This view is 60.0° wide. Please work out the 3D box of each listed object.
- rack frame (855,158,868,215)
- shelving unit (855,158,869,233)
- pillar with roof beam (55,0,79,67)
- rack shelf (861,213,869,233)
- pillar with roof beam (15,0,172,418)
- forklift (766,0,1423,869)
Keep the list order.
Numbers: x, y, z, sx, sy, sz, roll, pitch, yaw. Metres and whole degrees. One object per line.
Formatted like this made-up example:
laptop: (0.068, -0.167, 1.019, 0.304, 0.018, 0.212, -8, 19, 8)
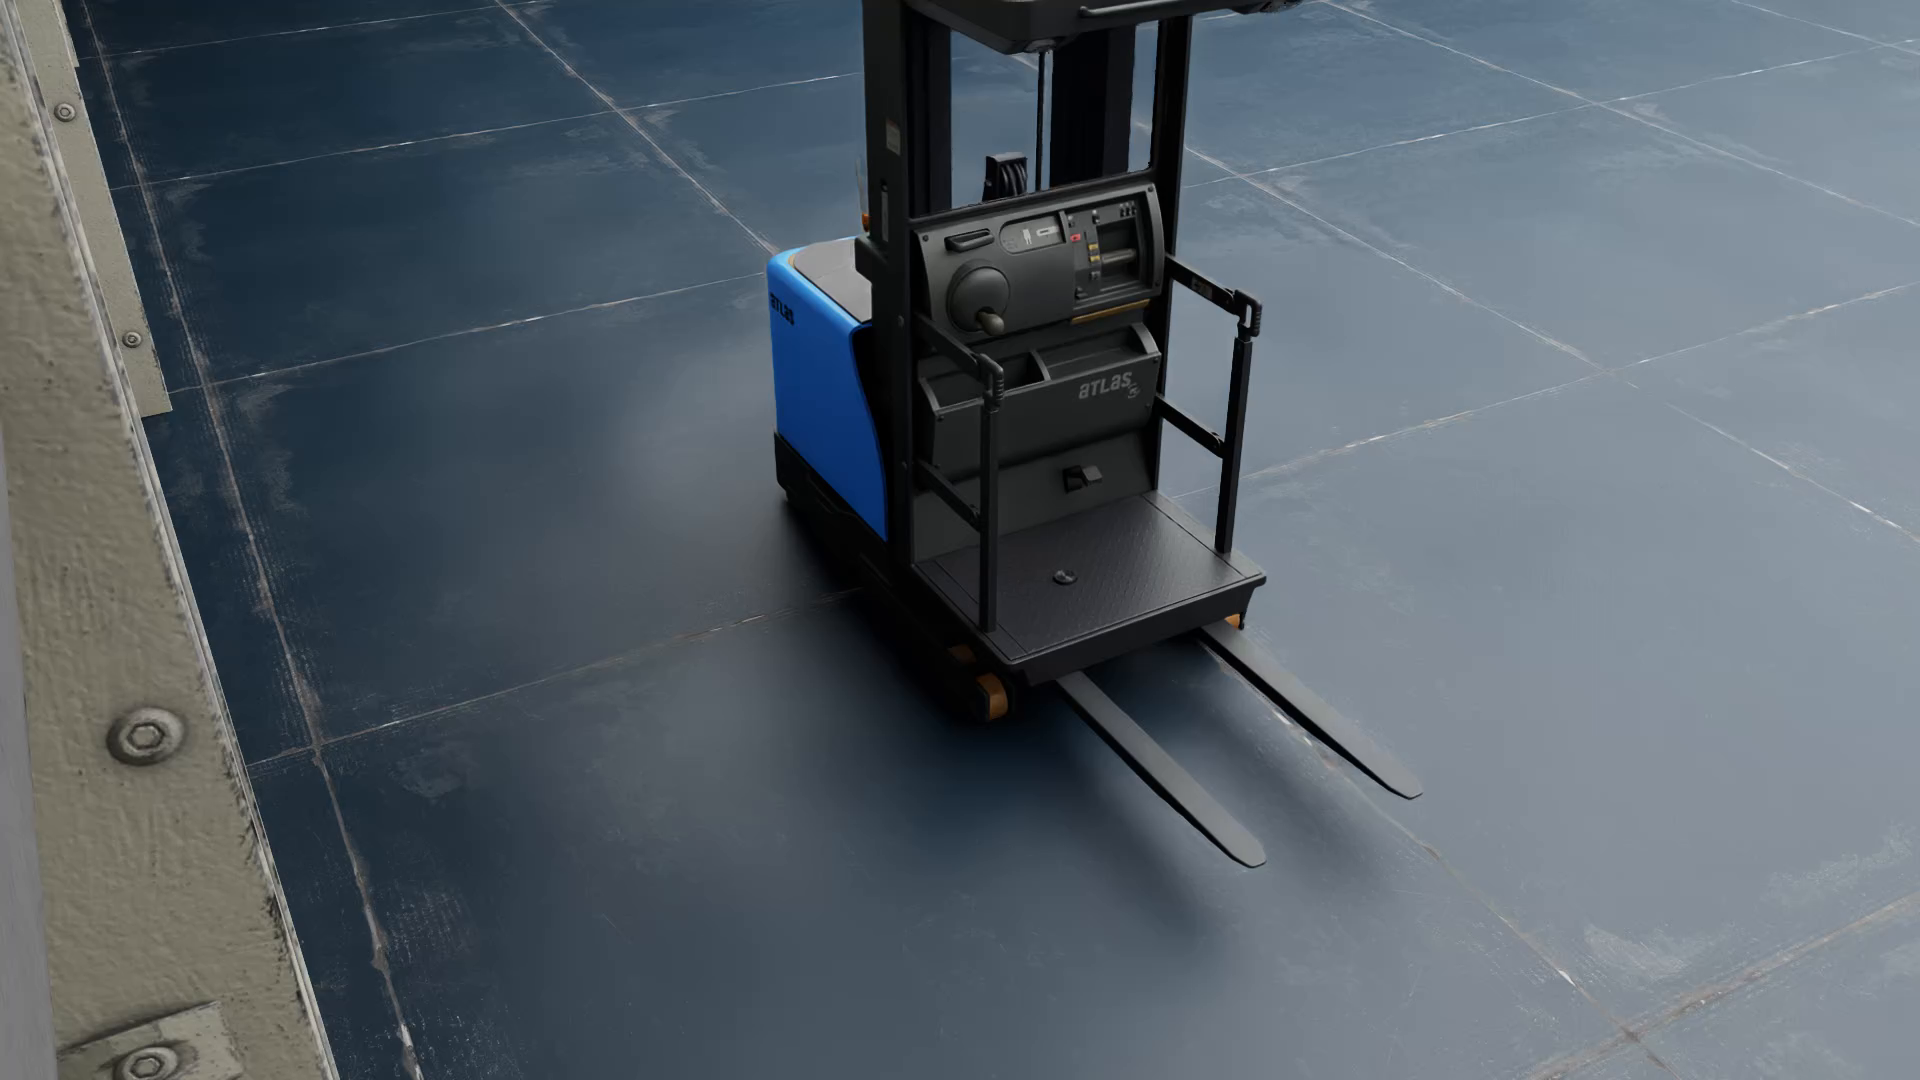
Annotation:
rack frame: (-0.277, -1.102, 7.402, 0.240, 1.200, 0.006, -13, 18, -19)
shelving unit: (-0.243, -1.081, 7.320, 0.258, 1.200, 0.189, -13, 18, -19)
pillar with roof beam: (-2.856, -8.388, 11.501, 9.100, 9.000, 0.400, -16, 36, -23)
rack shelf: (-0.278, -1.380, 7.228, 0.258, 0.103, 0.180, -13, 18, -19)
pillar with roof beam: (-0.059, -5.525, 7.032, 9.100, 9.000, 0.400, -16, 36, -23)
forklift: (0.391, -0.889, 5.421, 1.130, 2.935, 3.031, -17, 36, -25)
